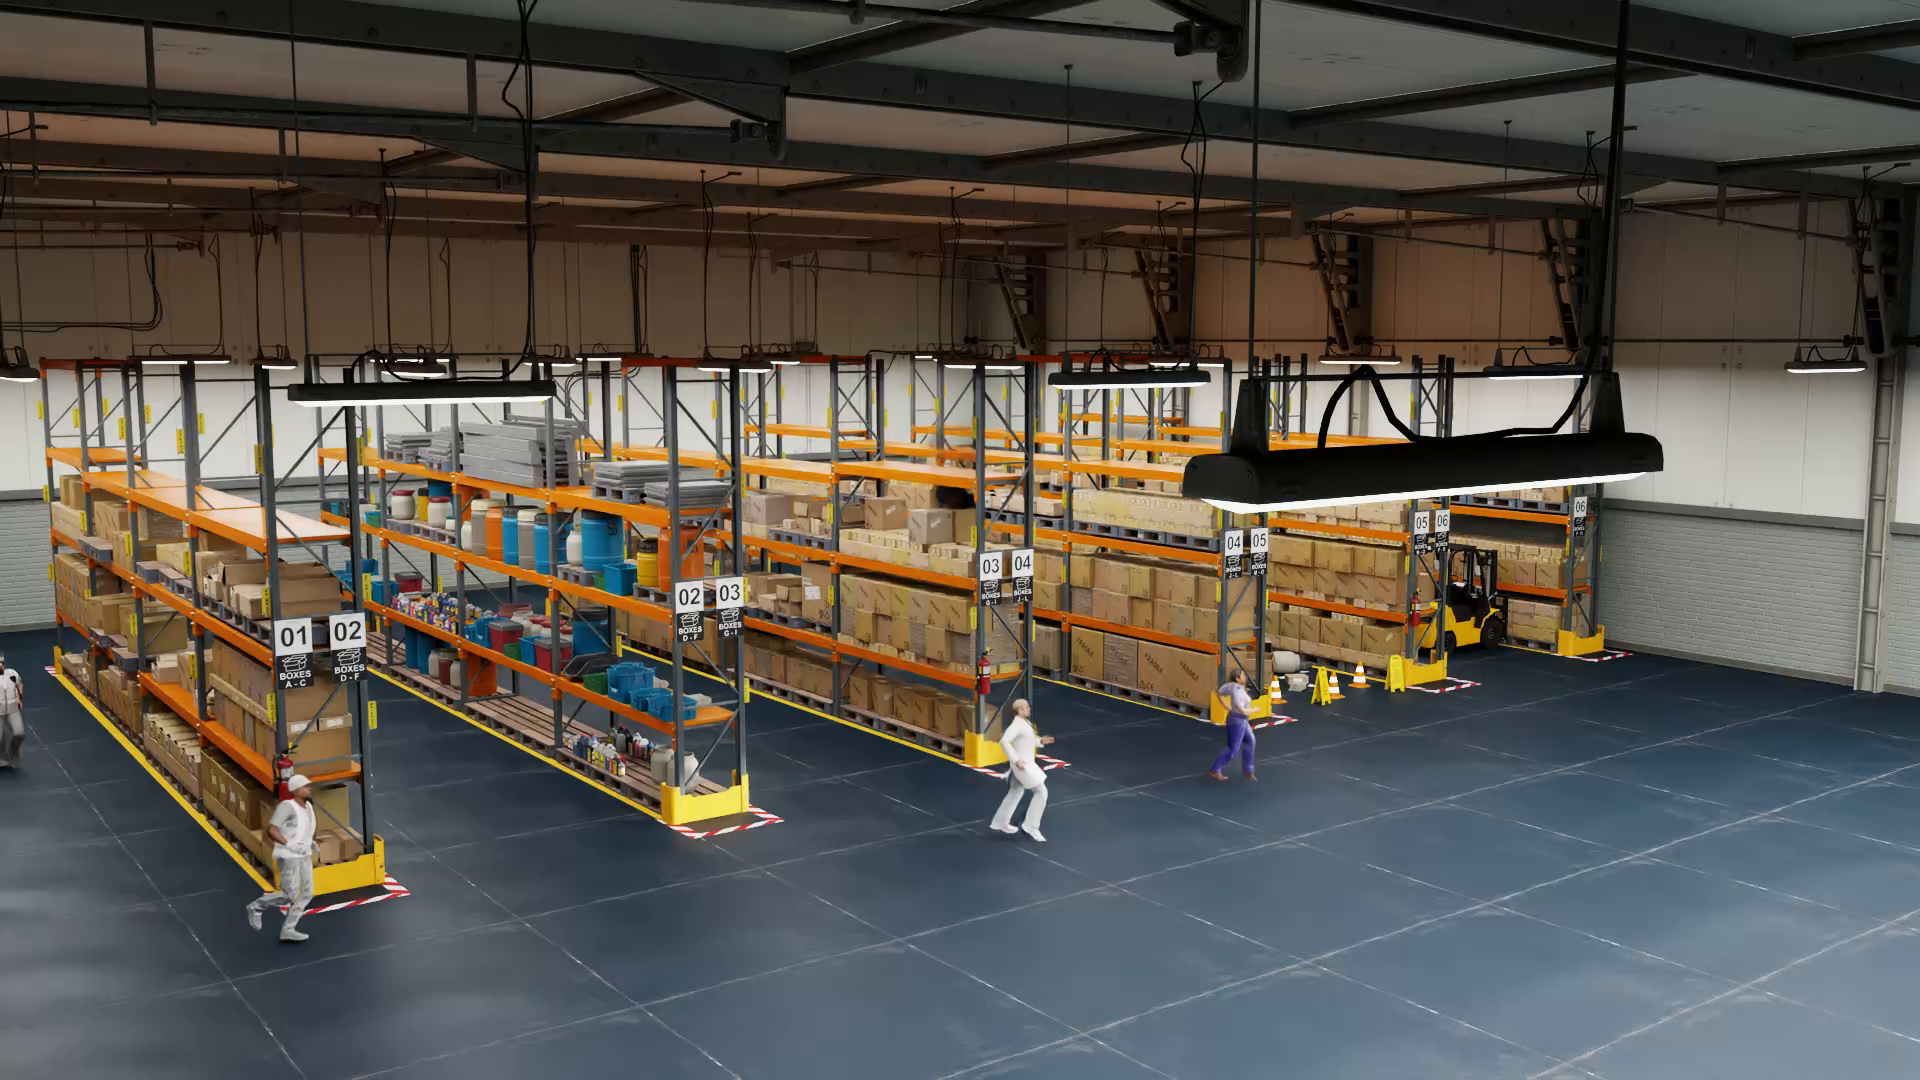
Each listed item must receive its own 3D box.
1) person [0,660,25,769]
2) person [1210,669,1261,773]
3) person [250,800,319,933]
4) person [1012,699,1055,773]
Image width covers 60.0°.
[{"bbox_3d":[-14.074,2.558,24.496,0.639,1.731,0.691,-7,9,-43],"label":"person"},{"bbox_3d":[3.947,2.594,23.825,0.724,1.524,0.608,0,7,2],"label":"person"},{"bbox_3d":[-7.192,3.465,17.785,0.610,1.417,0.589,1,7,10],"label":"person"},{"bbox_3d":[0.855,2.457,21.078,0.703,0.901,0.645,-1,7,-4],"label":"person"}]
